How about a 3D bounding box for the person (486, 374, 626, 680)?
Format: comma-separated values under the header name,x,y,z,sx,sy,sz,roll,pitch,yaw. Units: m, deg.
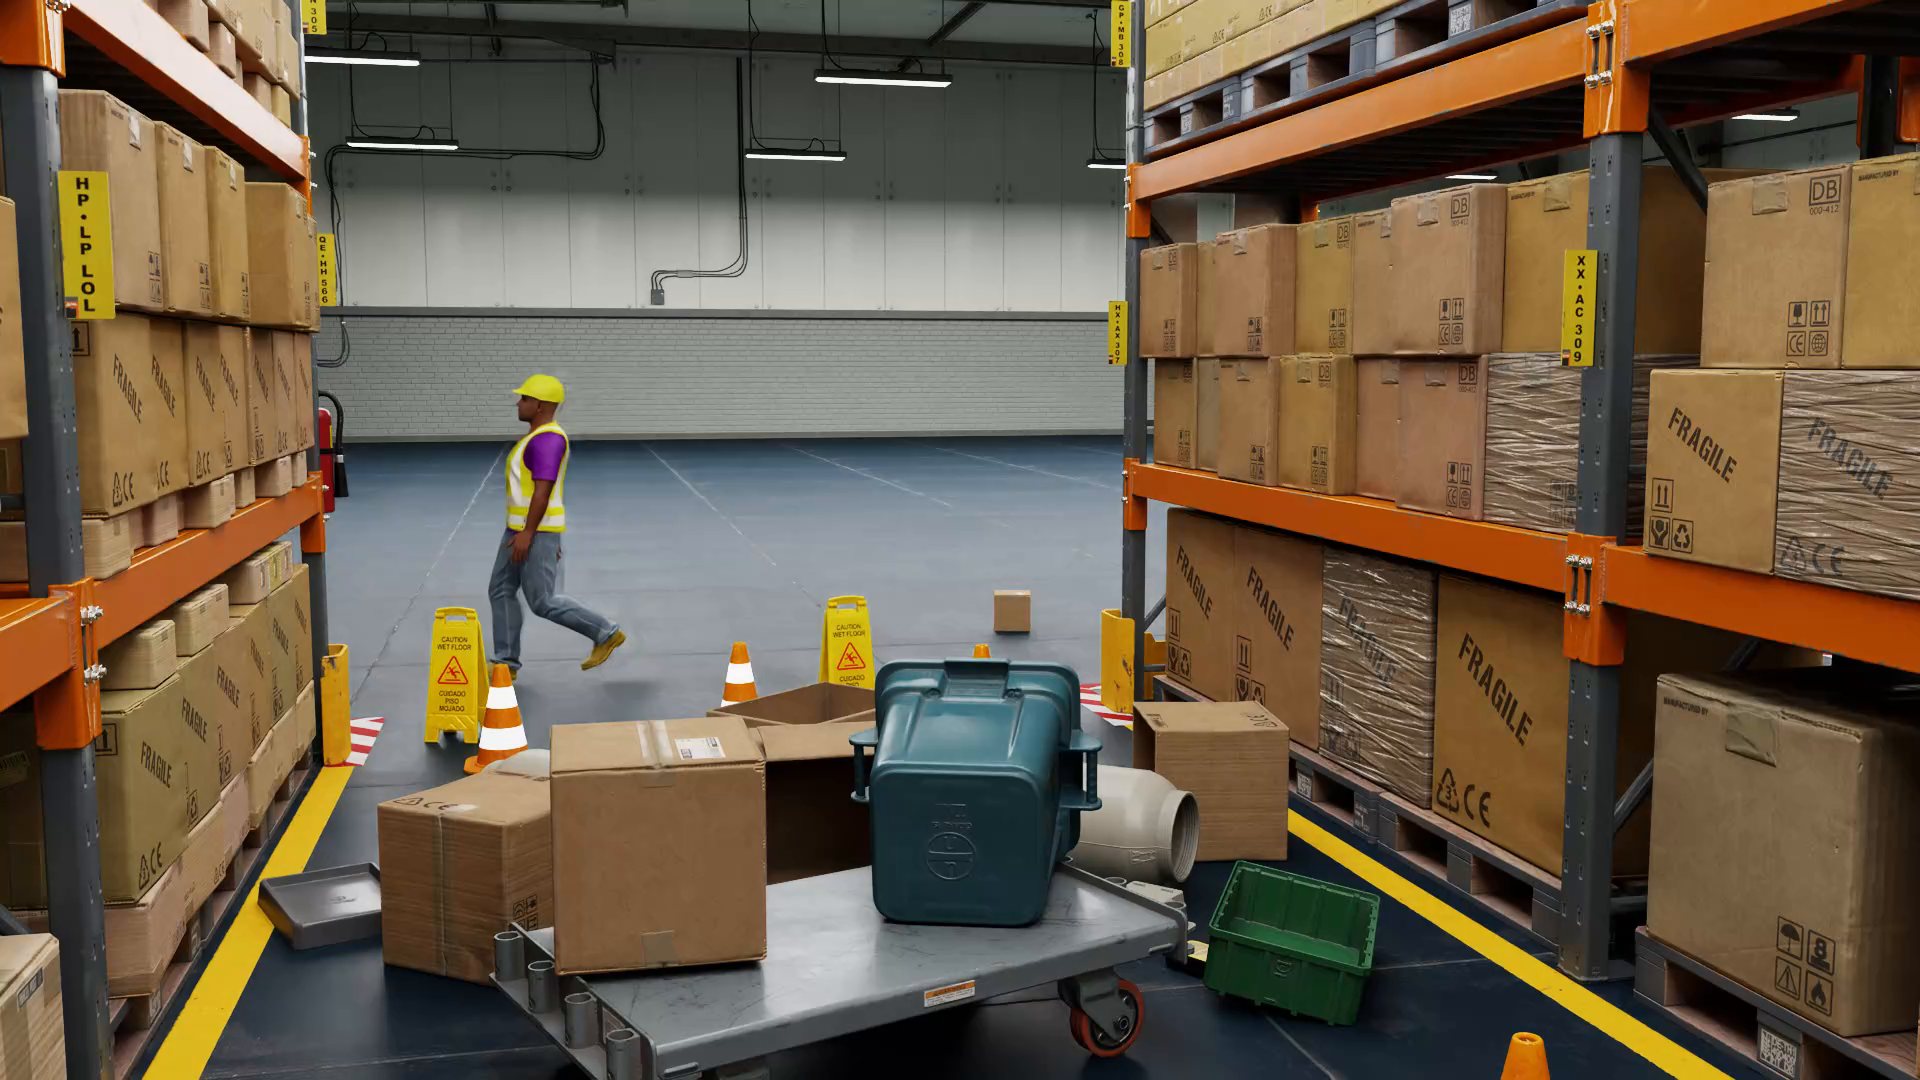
name,x,y,z,sx,sy,sz,roll,pitch,yaw
person,-2.373,-0.065,9.404,0.899,1.736,0.556,-3,7,-23
